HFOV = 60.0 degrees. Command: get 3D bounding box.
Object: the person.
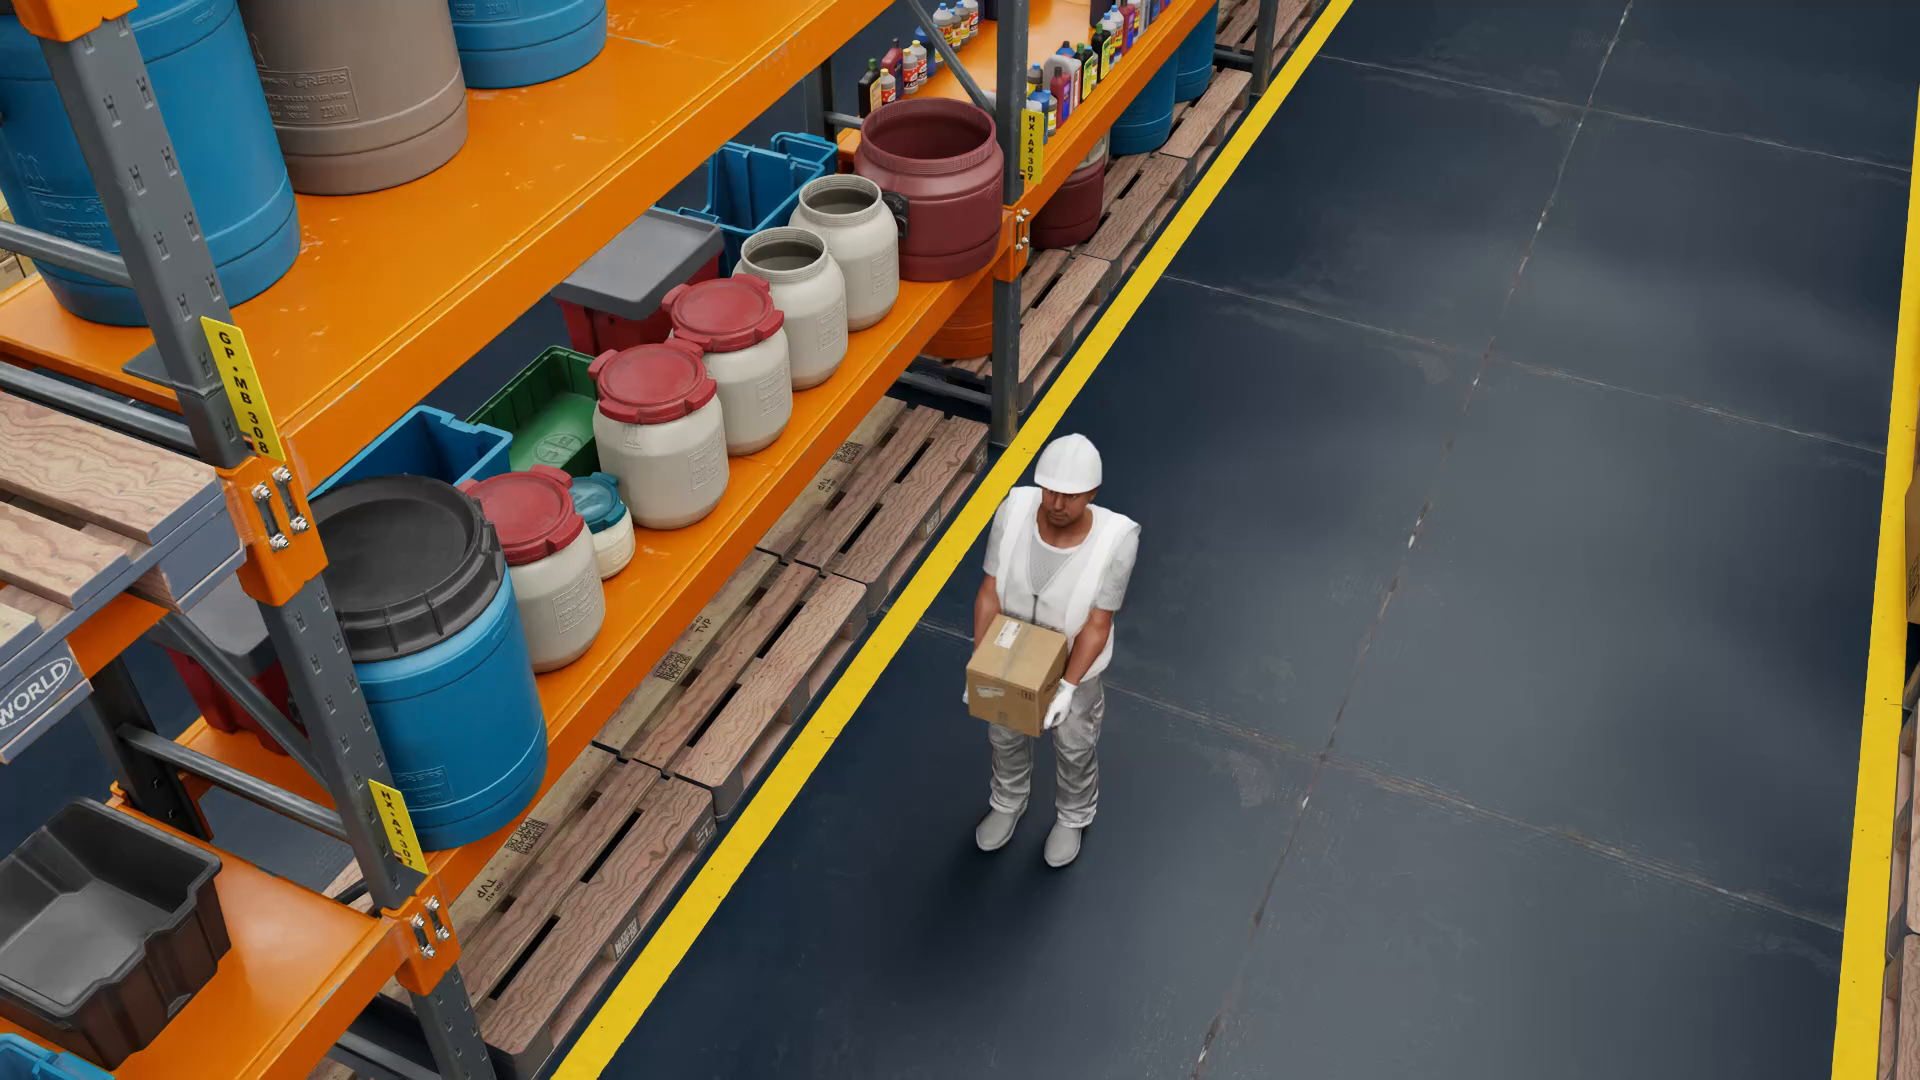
[{"bbox_3d":[0.275,0.451,5.638,0.494,1.782,0.579,17,44,18],"label":"person"}]
